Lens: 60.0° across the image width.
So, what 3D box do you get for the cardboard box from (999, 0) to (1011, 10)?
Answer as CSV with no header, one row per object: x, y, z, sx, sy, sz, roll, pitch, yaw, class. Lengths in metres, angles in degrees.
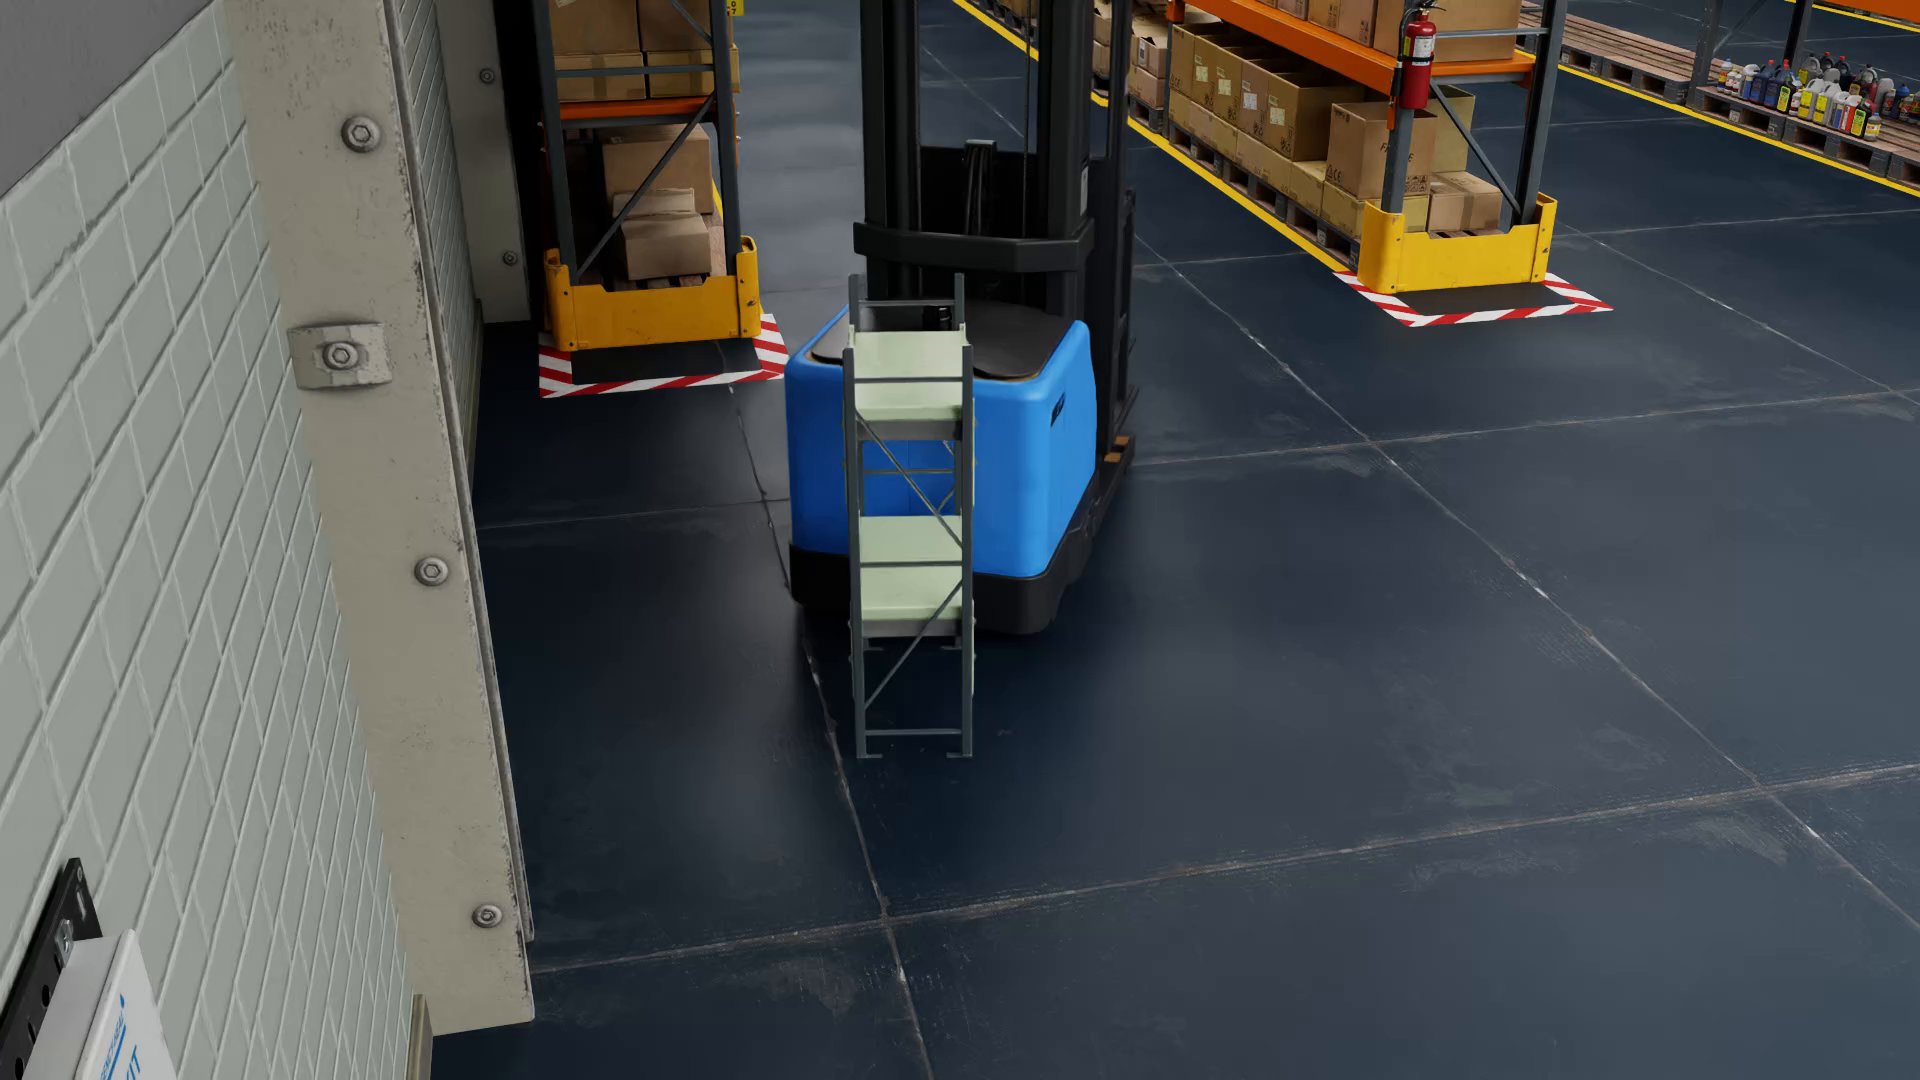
0.739,-6.205,18.500,0.500,0.500,0.500,-7,28,-13,cardboard box

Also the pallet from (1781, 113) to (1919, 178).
7.412,-3.175,13.306,1.003,0.211,1.213,-6,27,-12,pallet

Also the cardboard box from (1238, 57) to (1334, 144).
2.336,-3.155,11.926,0.500,0.500,0.500,-6,27,-12,cardboard box

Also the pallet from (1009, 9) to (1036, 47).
1.163,-5.597,18.105,1.003,0.211,1.213,-6,27,-12,pallet

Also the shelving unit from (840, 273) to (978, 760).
-0.173,-0.082,5.748,0.431,1.500,0.755,-1,27,-2,shelving unit

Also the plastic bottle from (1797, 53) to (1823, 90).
7.309,-4.001,14.300,0.144,0.351,0.185,-6,27,-12,plastic bottle

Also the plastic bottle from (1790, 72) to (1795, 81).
6.951,-3.786,13.962,0.097,0.271,0.097,0,27,0,plastic bottle

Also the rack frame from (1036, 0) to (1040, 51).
1.295,-6.510,16.819,1.000,3.000,0.127,-6,27,-12,rack frame

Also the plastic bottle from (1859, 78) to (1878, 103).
7.494,-3.677,13.733,0.061,0.283,0.133,-6,27,-12,plastic bottle

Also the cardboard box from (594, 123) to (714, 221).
-2.041,-2.464,11.089,0.700,0.500,0.500,-8,28,-15,cardboard box

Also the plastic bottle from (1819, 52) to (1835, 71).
7.449,-4.016,14.329,0.144,0.351,0.185,-7,28,-13,plastic bottle

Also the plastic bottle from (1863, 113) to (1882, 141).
7.084,-3.209,12.895,0.097,0.201,0.097,0,27,0,plastic bottle

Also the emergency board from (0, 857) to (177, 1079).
-0.856,1.010,1.921,0.194,1.169,0.643,-6,27,-12,emergency board

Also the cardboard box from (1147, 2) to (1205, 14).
1.998,-4.846,15.485,0.500,0.311,0.500,-5,27,-10,cardboard box

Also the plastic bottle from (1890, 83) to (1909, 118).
7.674,-3.589,13.571,0.097,0.271,0.097,0,27,0,plastic bottle

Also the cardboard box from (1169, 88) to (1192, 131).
2.005,-3.480,13.401,0.500,0.250,0.500,-6,27,-12,cardboard box

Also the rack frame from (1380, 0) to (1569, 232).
3.098,-2.998,9.861,1.000,3.000,0.127,-6,27,-12,rack frame

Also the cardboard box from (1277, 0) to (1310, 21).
2.653,-3.928,11.593,0.700,0.500,0.500,-5,27,-10,cardboard box

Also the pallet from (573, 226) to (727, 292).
-1.893,-1.642,10.270,1.003,0.211,1.213,-6,27,-12,pallet

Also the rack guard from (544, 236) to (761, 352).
-1.745,-1.411,9.491,1.175,0.500,0.348,-6,27,-12,rack guard

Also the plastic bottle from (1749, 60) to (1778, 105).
6.801,-3.873,14.046,0.144,0.351,0.185,-5,27,-10,plastic bottle

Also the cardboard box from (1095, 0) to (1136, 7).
1.366,-5.007,15.804,0.500,0.311,0.500,-7,28,-13,cardboard box

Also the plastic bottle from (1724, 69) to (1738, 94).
6.691,-3.974,14.411,0.097,0.201,0.097,0,27,0,plastic bottle

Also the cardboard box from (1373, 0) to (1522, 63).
3.005,-3.249,10.247,0.700,0.500,0.500,-6,27,-12,cardboard box

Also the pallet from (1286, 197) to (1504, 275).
2.885,-2.085,11.146,1.003,0.211,1.213,-6,27,-12,pallet

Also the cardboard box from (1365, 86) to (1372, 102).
2.954,-2.989,11.595,0.500,0.500,0.500,-6,27,-12,cardboard box

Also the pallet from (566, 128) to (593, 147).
-2.806,-3.346,13.646,1.003,0.211,1.213,-6,27,-12,pallet

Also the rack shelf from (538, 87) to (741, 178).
-2.178,-3.050,10.763,1.077,0.370,4.000,-6,27,-12,rack shelf

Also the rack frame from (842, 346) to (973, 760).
-0.160,0.083,5.422,0.400,1.500,0.023,-1,27,-2,rack frame

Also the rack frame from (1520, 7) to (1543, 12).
6.122,-7.012,17.813,1.000,3.000,0.127,-6,27,-12,rack frame

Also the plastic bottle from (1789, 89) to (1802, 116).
6.884,-3.597,13.664,0.097,0.201,0.097,0,27,0,plastic bottle

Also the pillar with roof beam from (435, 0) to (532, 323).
1.466,-5.828,8.811,9.100,9.000,0.400,-6,27,-12,pillar with roof beam

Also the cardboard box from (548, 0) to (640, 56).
-2.041,-2.956,9.089,0.500,0.500,0.500,-6,27,-12,cardboard box

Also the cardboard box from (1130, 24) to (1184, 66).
1.702,-4.341,14.485,0.500,0.311,0.500,-5,27,-10,cardboard box

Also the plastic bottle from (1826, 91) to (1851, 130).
7.022,-3.416,13.224,0.152,0.276,0.135,-7,28,-13,plastic bottle

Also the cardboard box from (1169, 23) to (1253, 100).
1.996,-3.814,13.230,0.500,0.500,0.500,-6,27,-12,cardboard box

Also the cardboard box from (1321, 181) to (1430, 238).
2.689,-2.164,10.793,0.500,0.250,0.500,-6,27,-12,cardboard box

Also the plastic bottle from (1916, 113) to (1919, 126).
7.742,-3.456,13.308,0.097,0.271,0.097,0,27,0,plastic bottle

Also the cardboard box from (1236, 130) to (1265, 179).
2.339,-2.821,12.095,0.500,0.250,0.500,-6,27,-12,cardboard box

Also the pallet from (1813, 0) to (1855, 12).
10.843,-6.623,20.138,1.003,0.211,1.213,-6,27,-12,pallet

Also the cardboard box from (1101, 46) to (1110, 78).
1.592,-4.314,15.053,0.500,0.250,0.500,-5,27,-10,cardboard box

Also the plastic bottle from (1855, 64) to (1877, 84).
7.565,-3.790,13.881,0.144,0.351,0.185,-6,27,-12,plastic bottle

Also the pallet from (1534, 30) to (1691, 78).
6.530,-4.888,16.700,1.003,0.211,1.213,-6,27,-12,pallet

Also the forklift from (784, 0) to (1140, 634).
0.209,-1.591,7.149,1.130,2.935,3.031,7,28,14,forklift
